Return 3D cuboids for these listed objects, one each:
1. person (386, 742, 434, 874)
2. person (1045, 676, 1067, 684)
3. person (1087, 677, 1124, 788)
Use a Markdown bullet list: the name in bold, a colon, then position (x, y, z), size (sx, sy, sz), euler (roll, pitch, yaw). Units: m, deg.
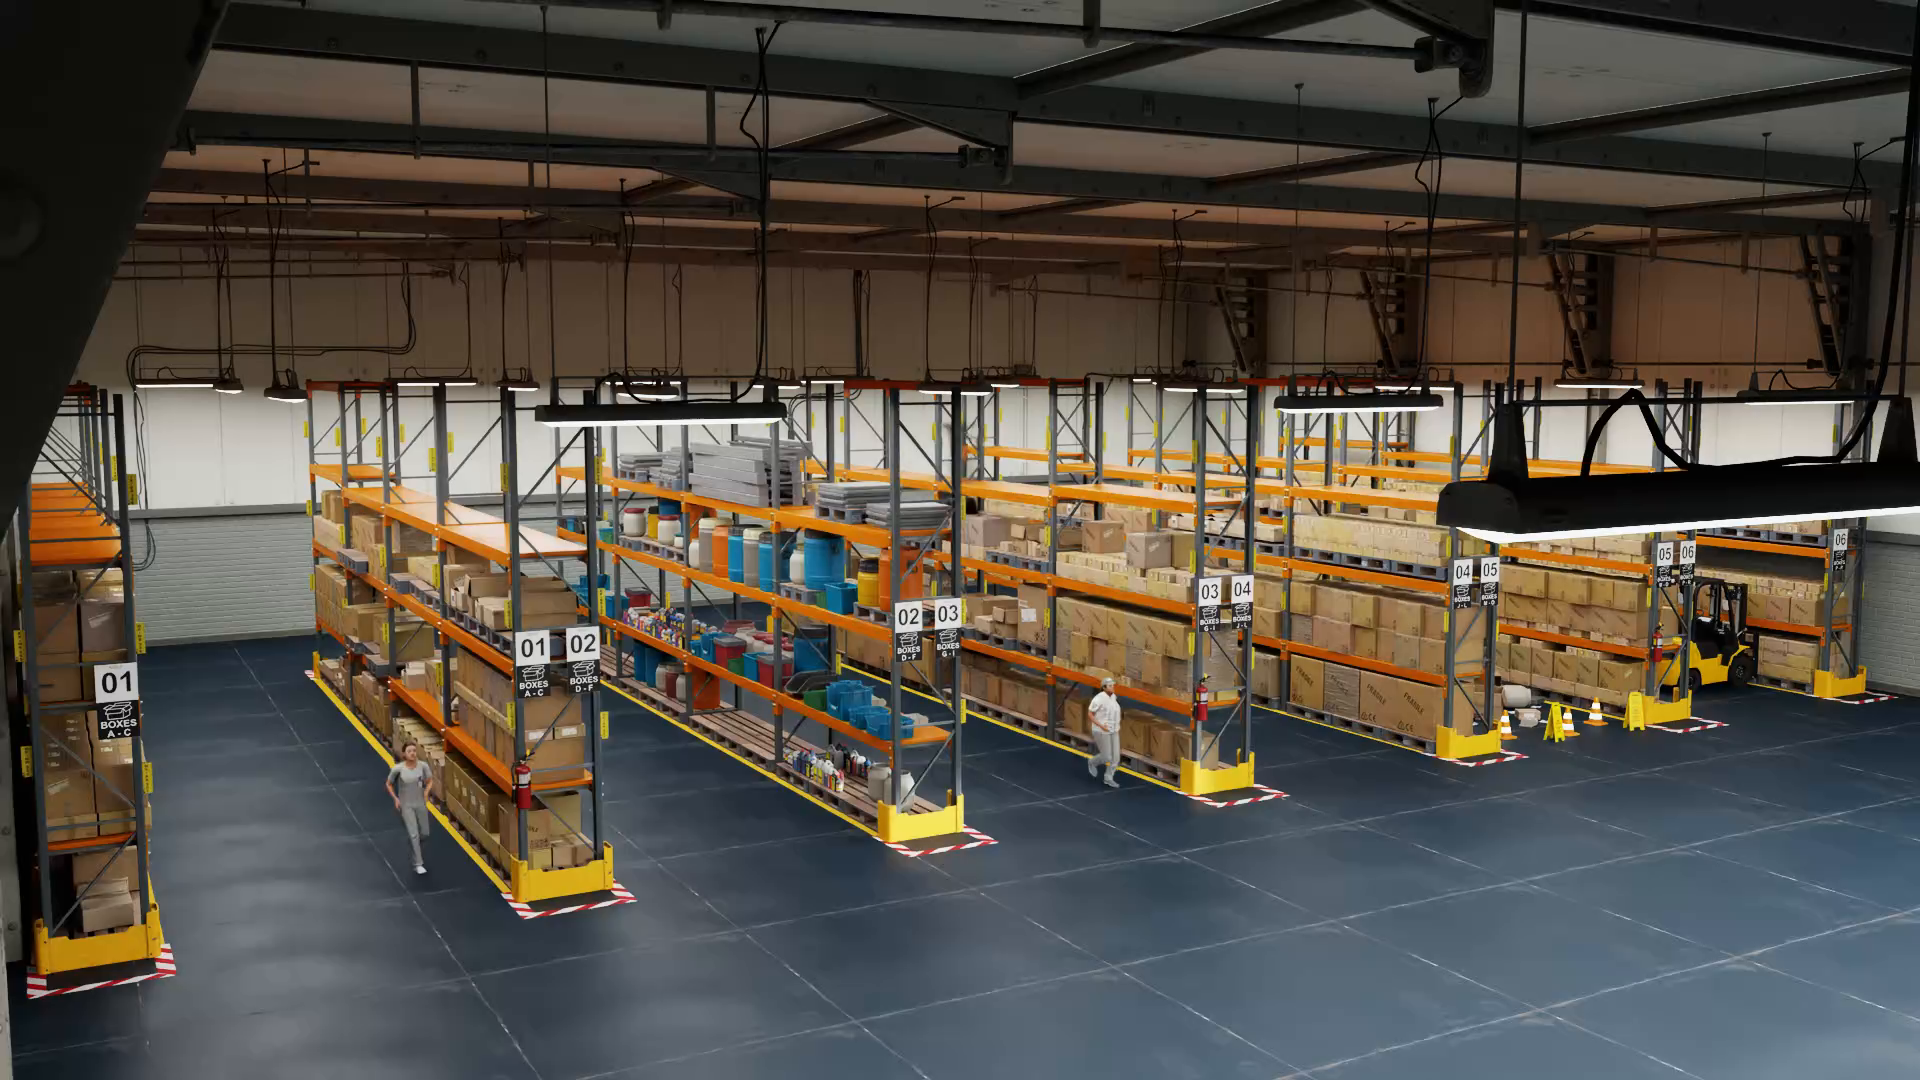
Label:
- **person**: position (-6.858, 3.310, 20.770), size (0.563, 1.632, 0.697), euler (-4, 7, -31)
- **person**: position (1.916, 2.082, 31.922), size (0.543, 1.747, 0.579), euler (-4, 7, -35)
- **person**: position (2.165, 2.876, 25.006), size (0.602, 1.647, 0.583), euler (-5, 8, -41)
